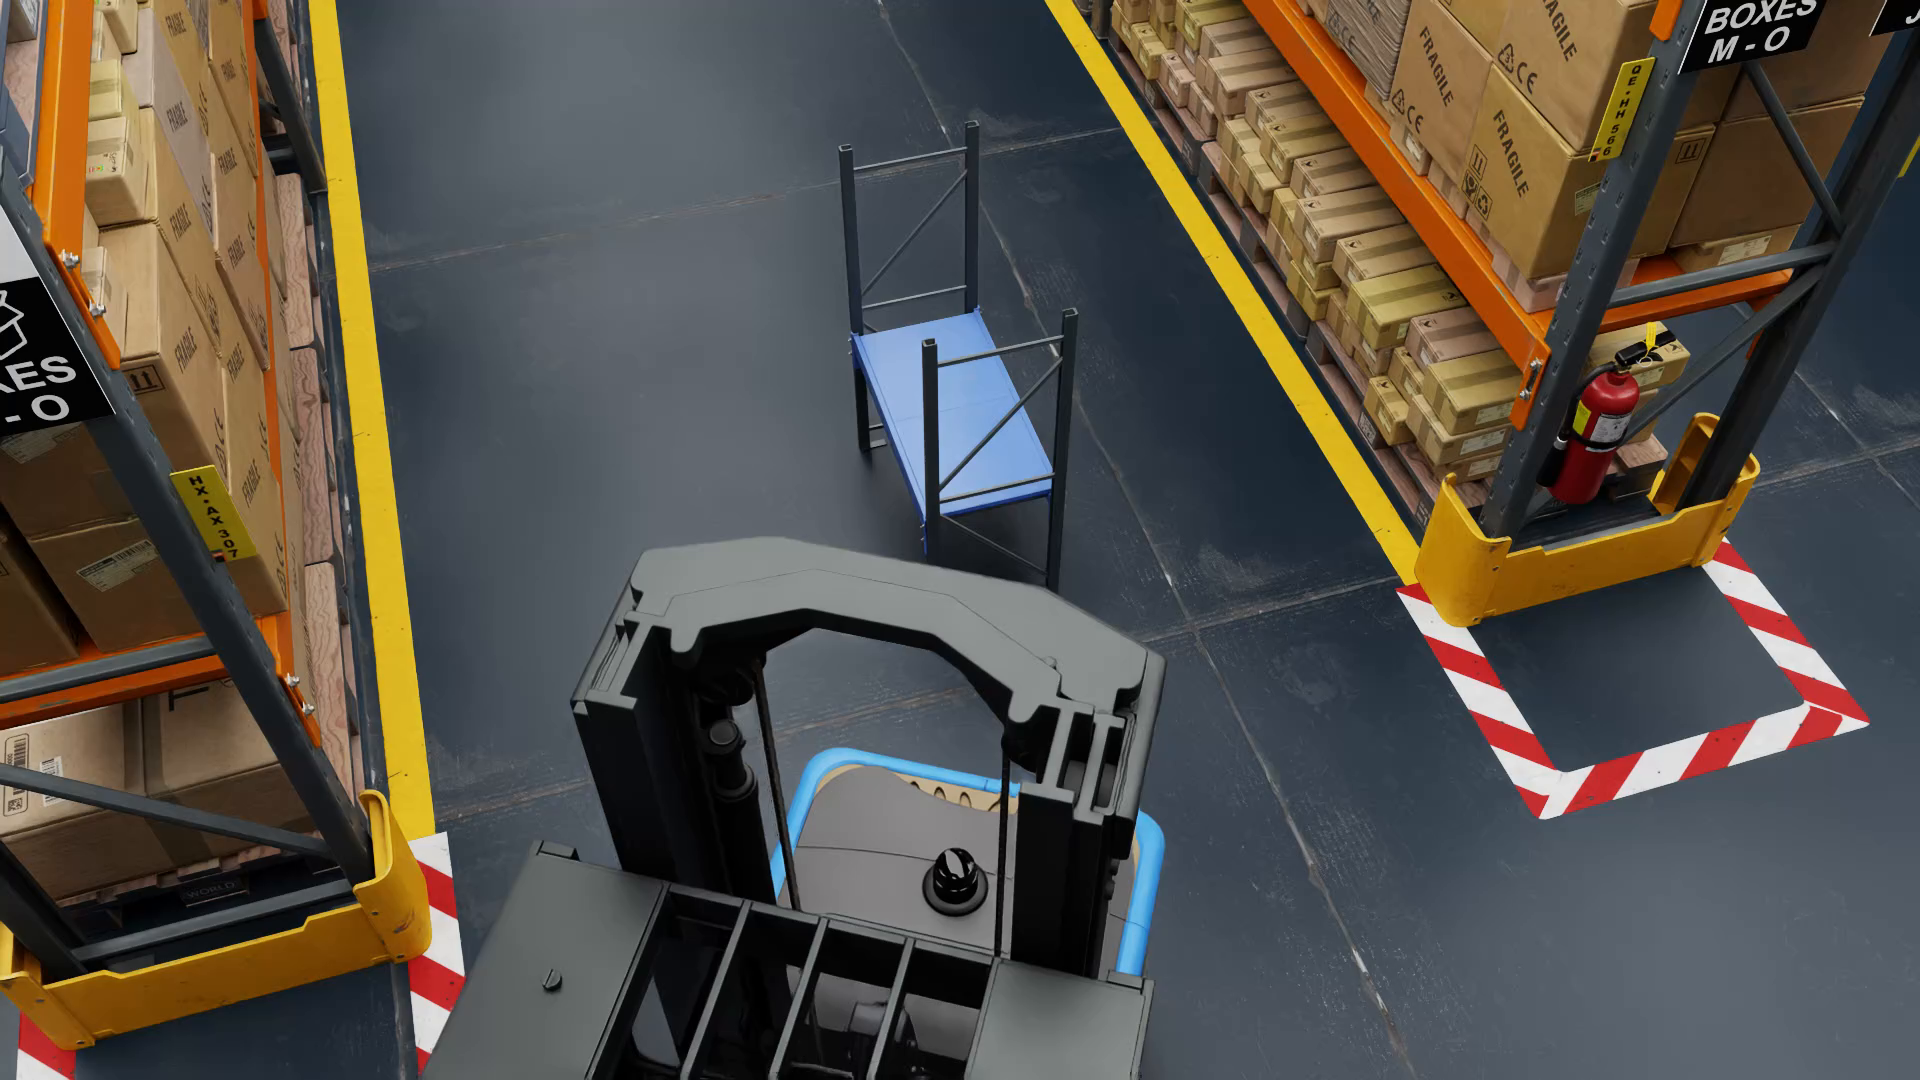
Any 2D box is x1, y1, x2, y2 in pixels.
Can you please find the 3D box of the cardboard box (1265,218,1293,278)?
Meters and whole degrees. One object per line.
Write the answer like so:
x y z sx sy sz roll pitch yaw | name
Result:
1.566 -1.311 7.273 0.380 0.149 0.250 -12 51 -10 | cardboard box

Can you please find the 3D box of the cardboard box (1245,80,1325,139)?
1.495 -1.899 7.380 0.380 0.149 0.250 -15 52 -12 | cardboard box

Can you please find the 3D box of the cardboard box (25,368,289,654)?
-2.195 -0.081 4.581 0.500 0.500 0.500 -14 51 -11 | cardboard box

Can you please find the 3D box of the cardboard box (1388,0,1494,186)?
1.846 -1.602 5.668 0.500 0.500 0.500 -14 51 -12 | cardboard box

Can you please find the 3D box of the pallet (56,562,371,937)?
-2.638 0.699 5.812 1.003 0.211 1.213 -13 51 -11 | pallet

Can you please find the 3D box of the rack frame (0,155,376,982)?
-2.327 0.367 4.269 1.000 3.000 0.127 -13 51 -11 | rack frame

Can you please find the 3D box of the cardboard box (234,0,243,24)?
-3.129 -2.306 6.456 0.500 0.500 0.500 -13 51 -11 | cardboard box

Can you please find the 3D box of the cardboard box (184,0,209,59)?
-2.805 -1.885 5.447 0.500 0.500 0.500 -13 51 -10 | cardboard box

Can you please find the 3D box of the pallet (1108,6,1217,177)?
1.421 -2.366 8.397 1.003 0.211 1.213 -13 51 -11 | pallet

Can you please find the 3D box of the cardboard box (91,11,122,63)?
-2.503 -1.278 4.511 0.380 0.149 0.250 -13 51 -11 | cardboard box

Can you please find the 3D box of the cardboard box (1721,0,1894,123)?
2.493 -1.665 5.067 0.500 0.500 0.500 -14 51 -11 | cardboard box

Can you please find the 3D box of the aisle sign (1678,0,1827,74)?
2.107 -1.543 4.178 0.394 0.787 0.004 -13 51 -11 | aisle sign

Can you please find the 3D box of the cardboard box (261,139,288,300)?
-3.427 -1.381 7.143 0.875 0.438 0.875 -14 51 -12 | cardboard box

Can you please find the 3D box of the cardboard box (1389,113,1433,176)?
1.781 -1.470 5.982 0.380 0.149 0.250 -12 51 -10 | cardboard box

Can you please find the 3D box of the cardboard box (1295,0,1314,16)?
1.520 -2.250 6.639 0.380 0.149 0.250 -12 51 -10 | cardboard box

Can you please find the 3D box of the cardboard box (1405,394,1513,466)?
1.943 -0.460 6.361 0.380 0.149 0.250 -15 51 -12 | cardboard box

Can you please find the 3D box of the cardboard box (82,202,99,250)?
-2.313 -0.694 4.019 0.380 0.149 0.250 -12 51 -10 | cardboard box

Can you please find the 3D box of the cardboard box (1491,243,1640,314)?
2.005 -0.920 5.517 0.380 0.149 0.250 -13 51 -11 | cardboard box

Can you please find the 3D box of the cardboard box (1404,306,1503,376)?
1.954 -0.760 6.420 0.380 0.149 0.250 -12 51 -10 | cardboard box

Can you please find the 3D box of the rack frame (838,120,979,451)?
-0.176 -0.917 6.332 0.500 1.500 0.032 -13 51 -11 | rack frame

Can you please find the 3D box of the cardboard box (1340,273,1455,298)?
1.807 -1.058 6.865 0.380 0.149 0.250 -14 51 -11 | cardboard box

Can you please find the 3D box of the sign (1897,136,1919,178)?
2.890 -1.228 5.047 0.100 0.325 0.005 -13 51 -11 | sign

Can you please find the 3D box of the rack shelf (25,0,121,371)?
-2.918 -1.829 4.628 1.077 0.370 4.000 -13 51 -11 | rack shelf

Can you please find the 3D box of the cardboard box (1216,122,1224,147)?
1.427 -1.899 7.768 0.380 0.149 0.250 -15 52 -13 | cardboard box

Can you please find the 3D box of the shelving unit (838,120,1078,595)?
-0.025 -0.546 6.019 0.538 1.500 1.048 -13 51 -11 | shelving unit

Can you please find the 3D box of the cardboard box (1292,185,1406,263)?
1.607 -1.308 6.881 0.380 0.149 0.250 -12 51 -10 | cardboard box

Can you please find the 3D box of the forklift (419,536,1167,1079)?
-0.283 1.500 3.358 1.130 2.935 3.031 11 51 9 | forklift

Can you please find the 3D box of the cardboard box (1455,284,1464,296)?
2.316 -1.062 7.063 0.380 0.149 0.250 -13 51 -11 | cardboard box

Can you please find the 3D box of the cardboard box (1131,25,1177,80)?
1.068 -2.431 8.217 0.380 0.149 0.250 -12 51 -10 | cardboard box

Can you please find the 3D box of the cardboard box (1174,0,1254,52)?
1.240 -2.469 7.860 0.380 0.149 0.250 -14 51 -11 | cardboard box

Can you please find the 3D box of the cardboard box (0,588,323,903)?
-2.618 0.598 5.475 0.875 0.438 0.875 -15 51 -12 | cardboard box

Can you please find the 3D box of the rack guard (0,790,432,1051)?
-2.320 1.190 5.210 1.175 0.500 0.348 -13 51 -11 | rack guard

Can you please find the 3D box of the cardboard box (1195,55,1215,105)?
1.335 -2.191 7.820 0.380 0.149 0.250 -16 52 -13 | cardboard box

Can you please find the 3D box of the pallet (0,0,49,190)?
-2.556 -1.111 3.610 1.003 0.211 1.213 -13 51 -11 | pallet

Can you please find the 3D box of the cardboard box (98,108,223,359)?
-2.356 -0.779 4.515 0.500 0.500 0.500 -15 51 -12 | cardboard box

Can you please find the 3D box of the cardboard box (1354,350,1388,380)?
1.848 -0.757 6.806 0.380 0.149 0.250 -14 51 -11 | cardboard box

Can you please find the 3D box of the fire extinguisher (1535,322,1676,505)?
2.005 -0.393 5.203 0.296 0.674 0.183 -13 51 -11 | fire extinguisher

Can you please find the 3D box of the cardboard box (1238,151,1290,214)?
1.456 -1.600 7.322 0.380 0.149 0.250 -13 51 -11 | cardboard box

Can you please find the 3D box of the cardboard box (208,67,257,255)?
-2.668 -1.182 5.509 0.500 0.500 0.500 -12 51 -10 | cardboard box

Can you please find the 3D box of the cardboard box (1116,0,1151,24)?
0.990 -2.723 8.269 0.380 0.149 0.250 -11 51 -9 | cardboard box

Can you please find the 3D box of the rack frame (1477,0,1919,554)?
2.372 -0.826 5.274 1.000 3.000 0.127 -13 51 -11 | rack frame

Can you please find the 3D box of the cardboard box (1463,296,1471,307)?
2.278 -0.951 6.775 0.380 0.149 0.250 -13 51 -11 | cardboard box
